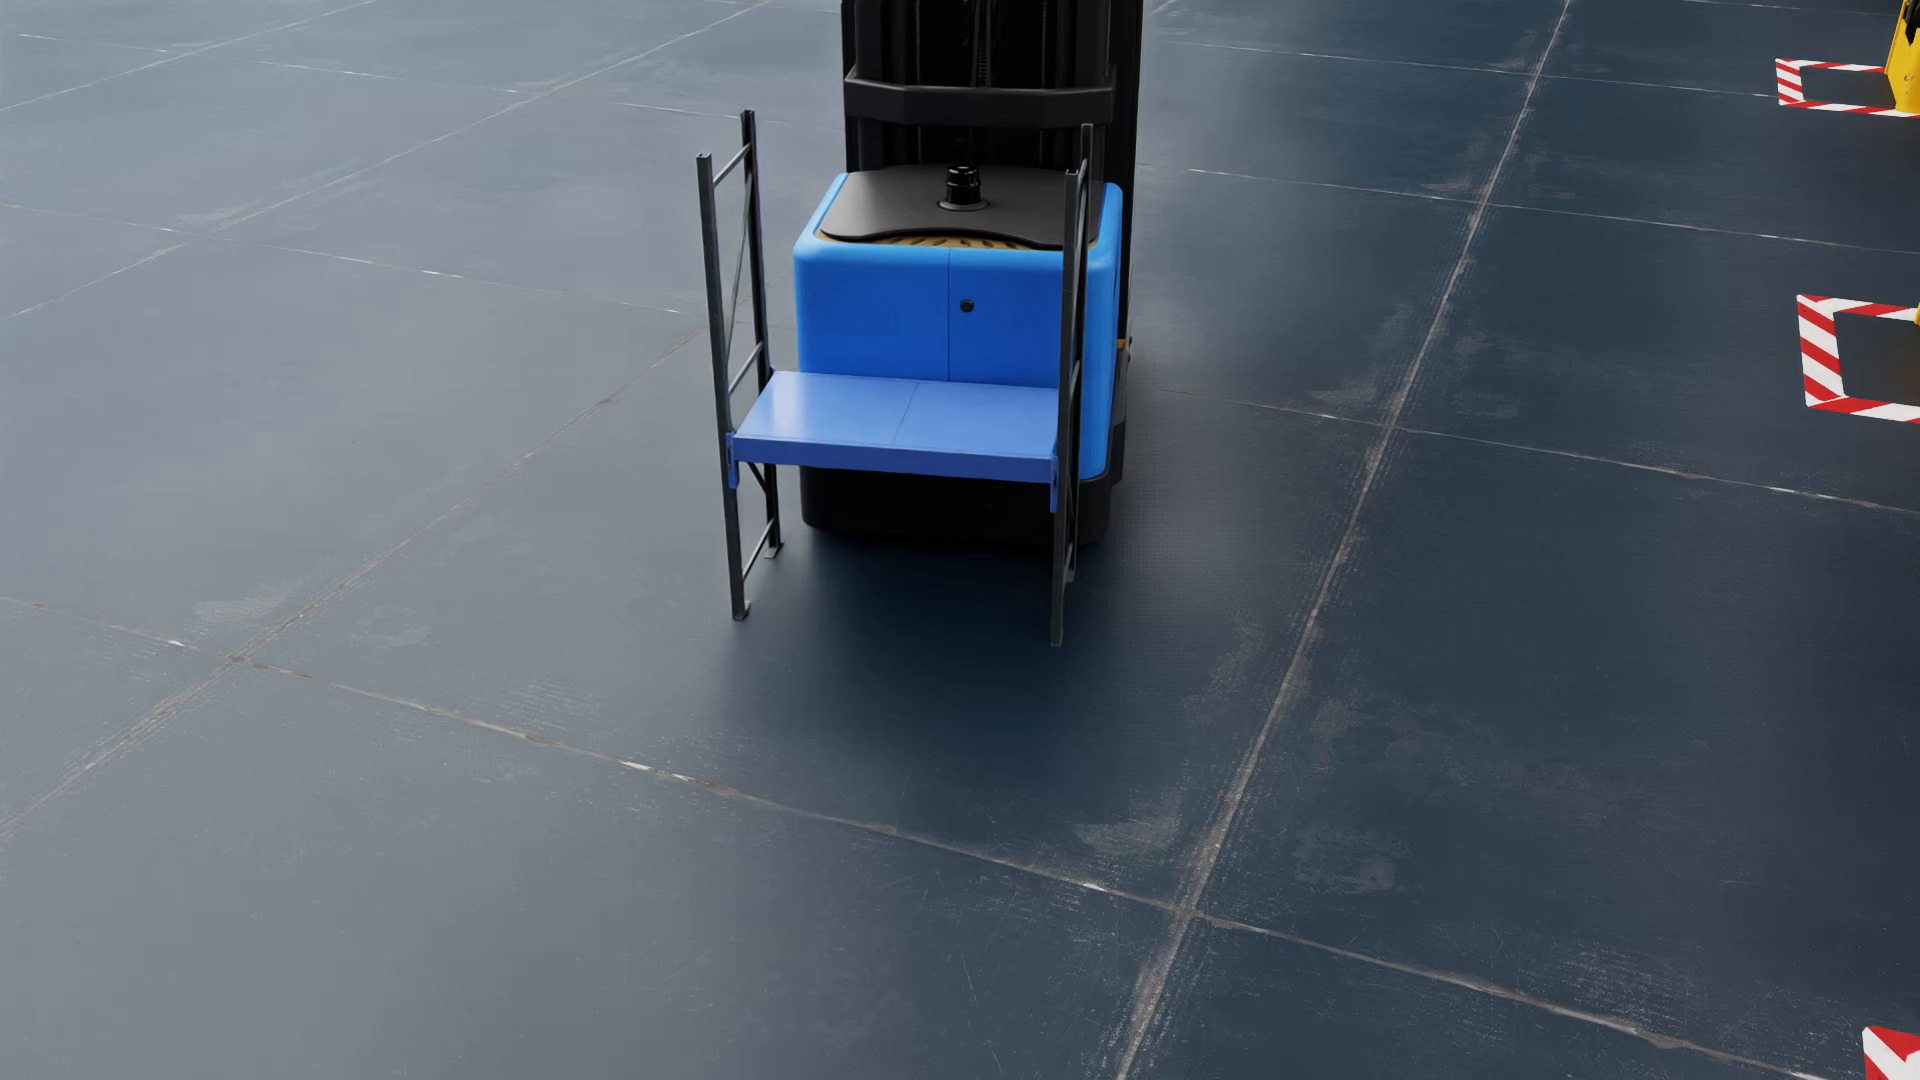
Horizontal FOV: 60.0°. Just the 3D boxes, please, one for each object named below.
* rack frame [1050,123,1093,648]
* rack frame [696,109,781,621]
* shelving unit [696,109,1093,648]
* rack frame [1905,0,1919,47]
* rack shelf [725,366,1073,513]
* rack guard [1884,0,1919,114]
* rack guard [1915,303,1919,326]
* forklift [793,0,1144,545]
[{"bbox_3d":[0.334,-0.440,5.005,0.032,1.500,0.500,4,30,8],"label":"rack frame"},{"bbox_3d":[-0.670,-0.518,5.142,0.032,1.500,0.500,4,30,8],"label":"rack frame"},{"bbox_3d":[-0.168,-0.479,5.074,1.048,1.500,0.538,4,30,8],"label":"shelving unit"},{"bbox_3d":[6.258,-4.272,10.259,0.127,3.000,1.000,11,31,19],"label":"rack frame"},{"bbox_3d":[-0.168,-0.323,5.162,1.000,0.185,0.538,4,30,8],"label":"rack shelf"},{"bbox_3d":[6.328,-3.169,10.849,0.348,0.500,1.175,11,31,19],"label":"rack guard"},{"bbox_3d":[4.277,-0.945,6.914,0.348,0.500,1.175,11,31,19],"label":"rack guard"},{"bbox_3d":[0.144,-1.960,6.239,1.130,2.935,3.031,3,30,6],"label":"forklift"}]
